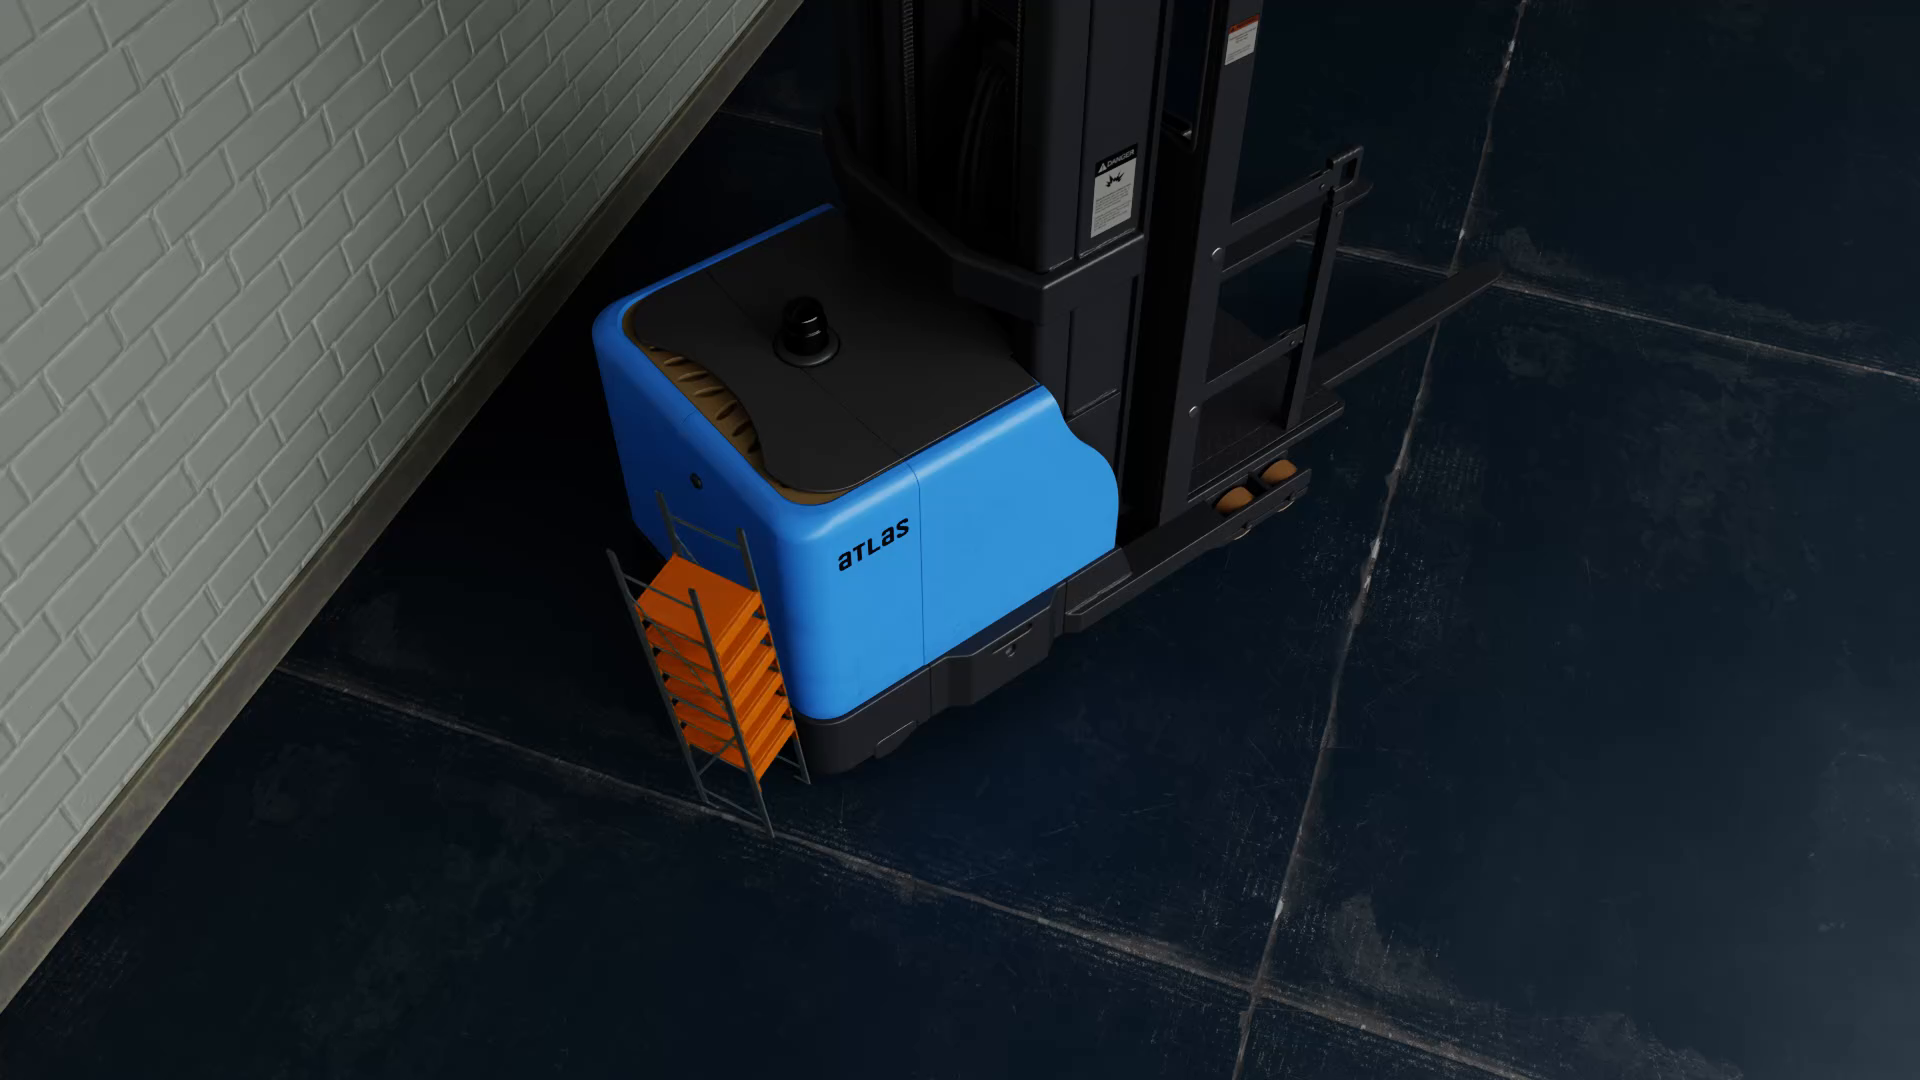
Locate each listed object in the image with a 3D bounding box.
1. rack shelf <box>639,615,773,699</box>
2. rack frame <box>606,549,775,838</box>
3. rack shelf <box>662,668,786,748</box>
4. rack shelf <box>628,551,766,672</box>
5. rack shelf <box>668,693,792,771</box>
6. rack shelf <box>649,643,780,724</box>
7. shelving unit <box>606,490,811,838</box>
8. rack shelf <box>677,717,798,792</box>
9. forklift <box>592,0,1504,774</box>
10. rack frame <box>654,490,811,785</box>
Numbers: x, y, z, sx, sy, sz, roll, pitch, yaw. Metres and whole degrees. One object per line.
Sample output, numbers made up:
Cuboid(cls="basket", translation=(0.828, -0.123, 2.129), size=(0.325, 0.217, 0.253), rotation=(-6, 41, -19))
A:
Cuboid(cls="rack shelf", translation=(-0.607, 0.236, 3.985), size=(0.258, 0.103, 0.180), rotation=(23, 59, 19))
Cuboid(cls="rack frame", translation=(-0.642, 0.417, 4.098), size=(0.240, 1.200, 0.006), rotation=(23, 59, 19))
Cuboid(cls="rack shelf", translation=(-0.595, 0.377, 4.179), size=(0.258, 0.103, 0.180), rotation=(23, 59, 19))
Cuboid(cls="rack shelf", translation=(-0.613, 0.166, 3.888), size=(0.258, 0.103, 0.180), rotation=(23, 59, 19))
Cuboid(cls="rack shelf", translation=(-0.589, 0.447, 4.276), size=(0.258, 0.103, 0.180), rotation=(23, 59, 19))
Cuboid(cls="rack shelf", translation=(-0.601, 0.307, 4.082), size=(0.258, 0.103, 0.180), rotation=(23, 59, 19))
Cuboid(cls="shelving unit", translation=(-0.597, 0.351, 4.143), size=(0.258, 1.200, 0.189), rotation=(23, 59, 19))
Cuboid(cls="rack shelf", translation=(-0.583, 0.517, 4.373), size=(0.258, 0.103, 0.180), rotation=(23, 59, 19))
Cuboid(cls="forklift", translation=(0.491, -1.249, 4.393), size=(3.031, 2.935, 1.130), rotation=(-31, 56, -24))
Cuboid(cls="rack frame", translation=(-0.552, 0.285, 4.188), size=(0.240, 1.200, 0.006), rotation=(23, 59, 19))
